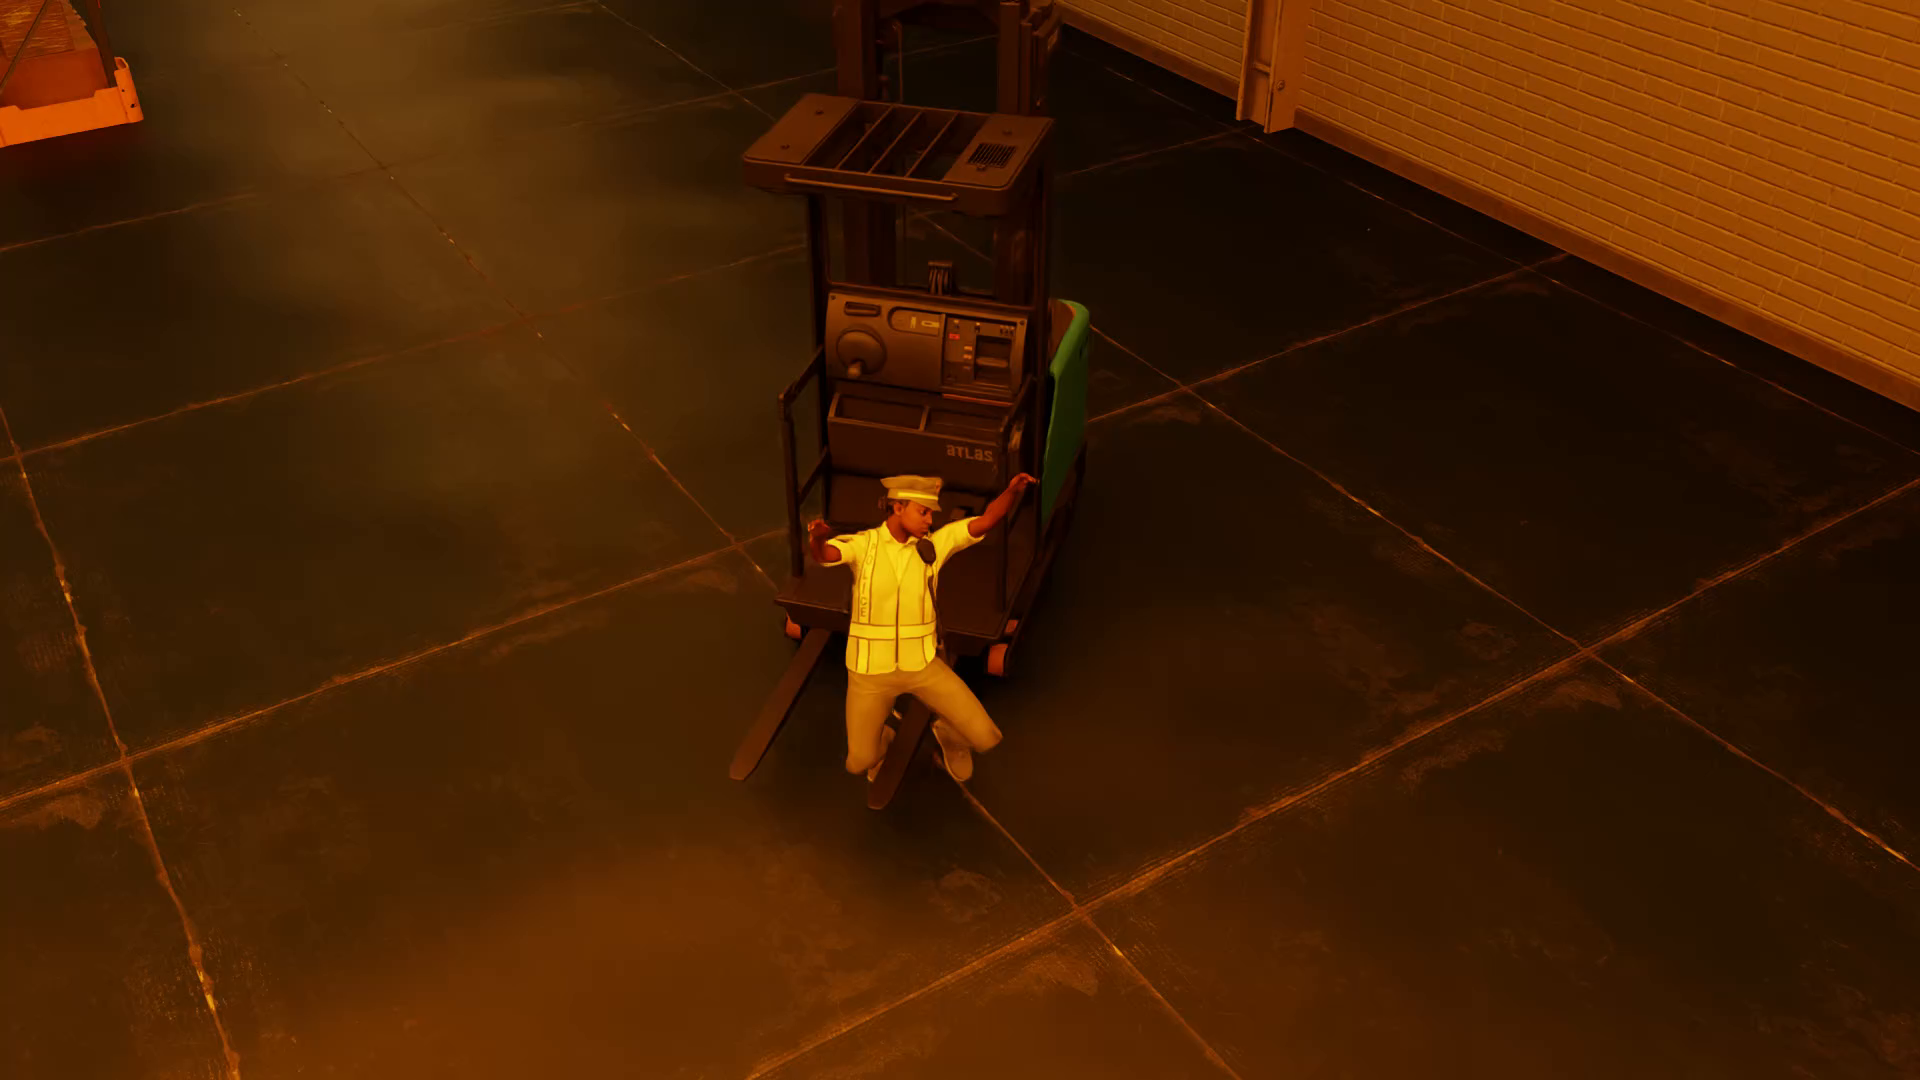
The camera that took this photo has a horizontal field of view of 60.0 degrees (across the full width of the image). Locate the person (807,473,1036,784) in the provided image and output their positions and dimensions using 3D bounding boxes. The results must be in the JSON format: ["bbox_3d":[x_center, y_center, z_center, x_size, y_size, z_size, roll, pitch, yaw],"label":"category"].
[{"bbox_3d":[-0.161,0.369,6.746,0.879,1.569,0.761,-5,35,-7],"label":"person"}]

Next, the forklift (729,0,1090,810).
[{"bbox_3d":[-0.215,-0.811,7.302,1.130,2.935,3.031,9,36,13],"label":"forklift"}]
